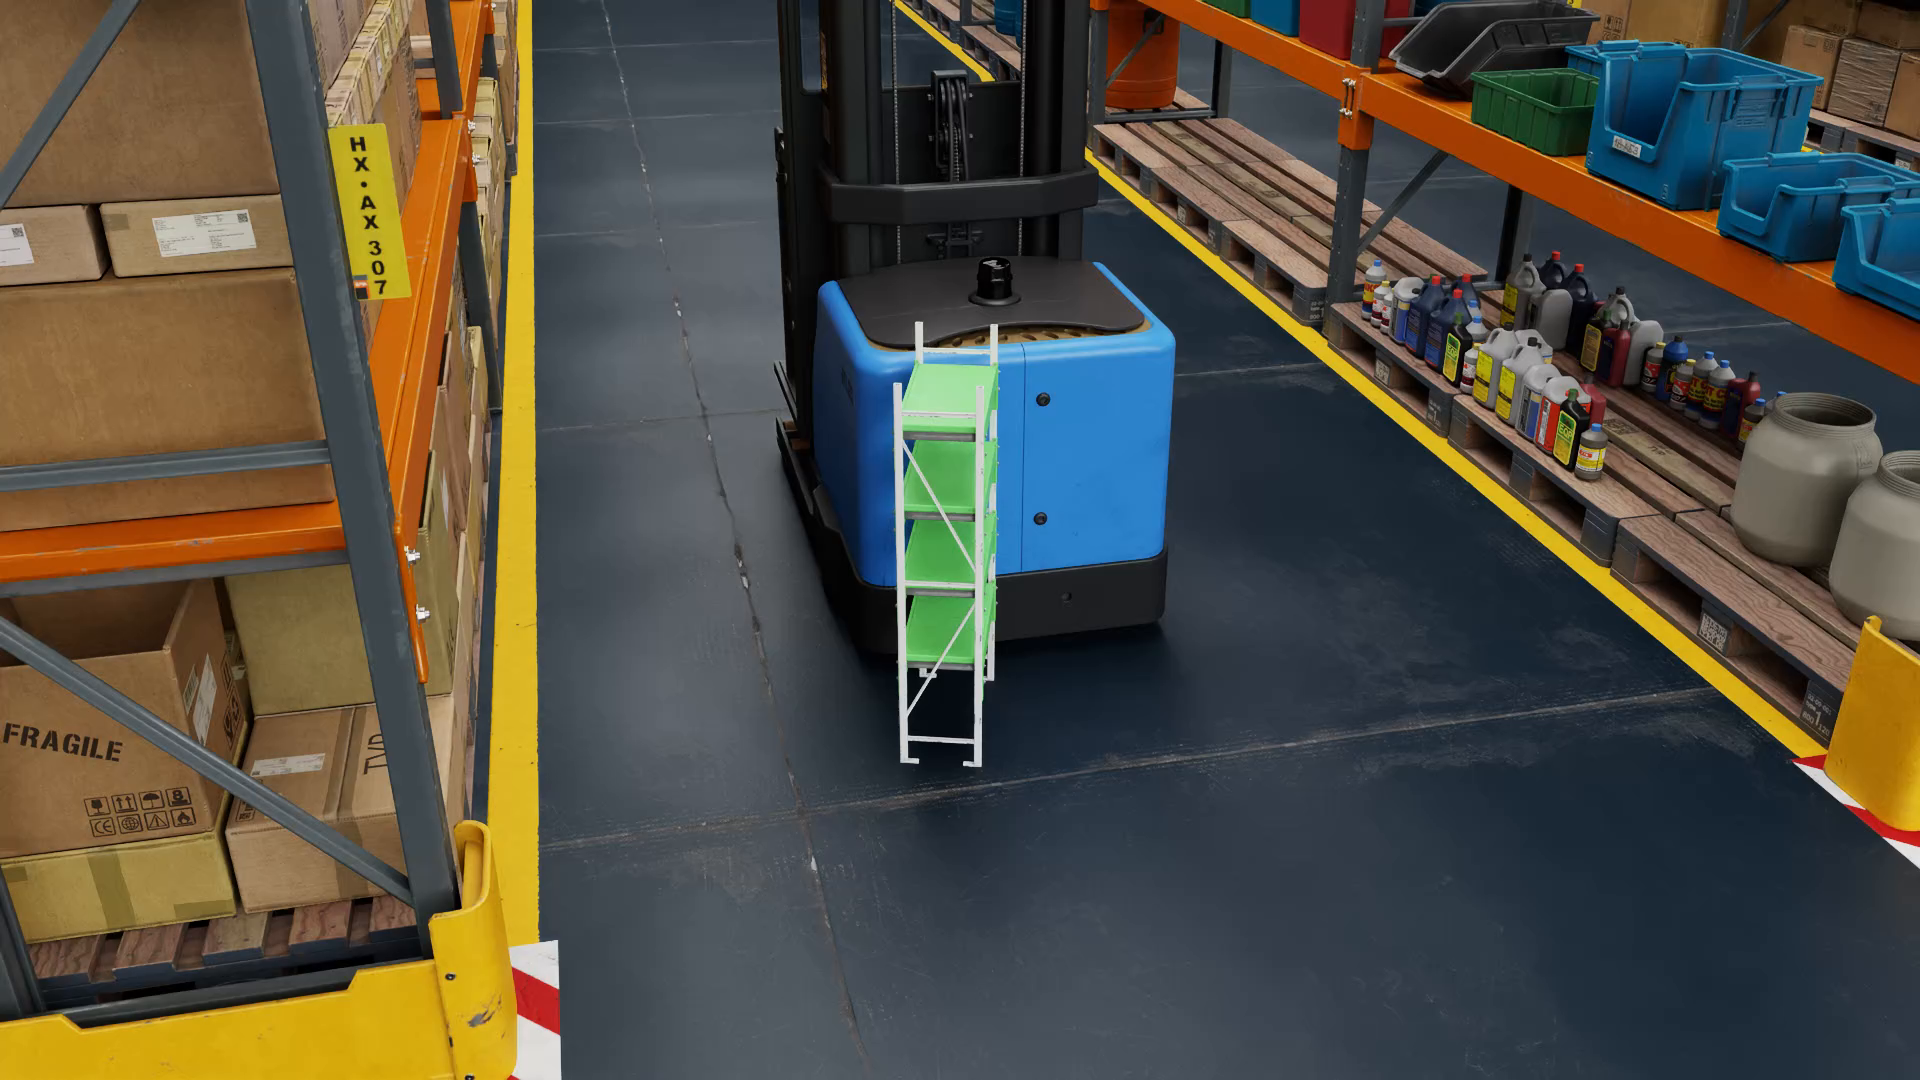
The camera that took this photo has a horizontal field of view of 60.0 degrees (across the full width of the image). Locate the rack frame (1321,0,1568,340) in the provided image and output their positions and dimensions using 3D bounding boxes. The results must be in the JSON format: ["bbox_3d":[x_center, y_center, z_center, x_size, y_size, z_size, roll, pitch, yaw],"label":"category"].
[{"bbox_3d":[2.298,-2.383,7.642,1.000,3.000,0.127,-6,27,-12],"label":"rack frame"}]

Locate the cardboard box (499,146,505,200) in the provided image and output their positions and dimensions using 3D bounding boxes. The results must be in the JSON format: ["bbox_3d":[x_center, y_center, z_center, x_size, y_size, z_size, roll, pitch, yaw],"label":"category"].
[{"bbox_3d":[-2.955,-2.165,9.796,0.500,0.250,0.500,-6,27,-12],"label":"cardboard box"}]

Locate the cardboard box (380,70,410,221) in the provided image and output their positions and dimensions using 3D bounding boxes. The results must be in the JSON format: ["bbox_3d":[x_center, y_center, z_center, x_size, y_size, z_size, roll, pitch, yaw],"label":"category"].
[{"bbox_3d":[-2.188,-1.280,5.346,0.700,0.500,0.500,-6,27,-11],"label":"cardboard box"}]

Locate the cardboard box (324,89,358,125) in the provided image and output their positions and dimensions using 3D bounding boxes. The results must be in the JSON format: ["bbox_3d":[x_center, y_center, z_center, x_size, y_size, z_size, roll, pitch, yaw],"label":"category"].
[{"bbox_3d":[-1.678,-0.990,4.051,0.380,0.149,0.250,-6,27,-12],"label":"cardboard box"}]

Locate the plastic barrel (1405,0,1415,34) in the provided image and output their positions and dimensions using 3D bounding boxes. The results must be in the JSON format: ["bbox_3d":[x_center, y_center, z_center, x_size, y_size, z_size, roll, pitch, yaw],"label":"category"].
[{"bbox_3d":[2.296,-2.886,8.487,0.433,0.535,0.433,0,27,0],"label":"plastic barrel"}]

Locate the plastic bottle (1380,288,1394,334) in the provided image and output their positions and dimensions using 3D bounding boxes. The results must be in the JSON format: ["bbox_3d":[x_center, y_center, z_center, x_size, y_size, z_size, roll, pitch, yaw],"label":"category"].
[{"bbox_3d":[1.988,-1.056,7.631,0.097,0.201,0.097,0,27,0],"label":"plastic bottle"}]

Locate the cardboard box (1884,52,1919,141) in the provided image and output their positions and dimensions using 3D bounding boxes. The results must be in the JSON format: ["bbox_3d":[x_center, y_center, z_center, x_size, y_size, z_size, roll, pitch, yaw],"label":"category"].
[{"bbox_3d":[6.664,-2.940,11.031,0.700,0.500,0.500,-4,27,-7],"label":"cardboard box"}]

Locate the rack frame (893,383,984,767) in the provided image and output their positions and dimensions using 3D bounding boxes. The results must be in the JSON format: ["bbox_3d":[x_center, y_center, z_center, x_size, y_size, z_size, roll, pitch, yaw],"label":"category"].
[{"bbox_3d":[-0.056,0.127,4.666,0.240,1.200,0.015,2,27,5],"label":"rack frame"}]

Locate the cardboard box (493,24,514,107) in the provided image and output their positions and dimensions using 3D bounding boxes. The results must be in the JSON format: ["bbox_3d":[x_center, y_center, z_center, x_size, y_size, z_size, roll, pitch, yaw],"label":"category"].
[{"bbox_3d":[-3.486,-3.397,11.936,0.500,0.500,0.500,-6,27,-12],"label":"cardboard box"}]

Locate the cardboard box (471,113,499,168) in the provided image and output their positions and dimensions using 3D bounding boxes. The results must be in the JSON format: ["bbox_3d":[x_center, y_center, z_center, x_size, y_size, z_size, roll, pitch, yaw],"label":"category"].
[{"bbox_3d":[-2.838,-2.193,9.230,0.500,0.311,0.500,-6,27,-12],"label":"cardboard box"}]

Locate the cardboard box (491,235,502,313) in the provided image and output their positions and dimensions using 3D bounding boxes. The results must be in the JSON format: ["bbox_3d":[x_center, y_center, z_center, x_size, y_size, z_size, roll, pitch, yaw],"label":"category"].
[{"bbox_3d":[-2.492,-1.268,8.019,0.500,0.250,0.500,-5,27,-10],"label":"cardboard box"}]

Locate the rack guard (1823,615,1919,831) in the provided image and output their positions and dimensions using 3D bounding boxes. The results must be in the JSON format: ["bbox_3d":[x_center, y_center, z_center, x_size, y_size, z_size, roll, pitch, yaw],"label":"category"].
[{"bbox_3d":[3.136,0.461,4.782,1.175,0.500,0.348,-6,27,-12],"label":"rack guard"}]

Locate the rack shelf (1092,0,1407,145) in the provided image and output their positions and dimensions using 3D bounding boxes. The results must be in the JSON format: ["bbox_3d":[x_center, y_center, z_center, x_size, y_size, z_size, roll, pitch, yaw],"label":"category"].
[{"bbox_3d":[1.847,-2.939,9.543,1.077,0.370,4.000,-6,27,-12],"label":"rack shelf"}]

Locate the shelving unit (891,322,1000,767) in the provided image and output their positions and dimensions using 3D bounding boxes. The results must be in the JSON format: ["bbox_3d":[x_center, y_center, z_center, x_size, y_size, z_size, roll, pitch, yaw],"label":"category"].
[{"bbox_3d":[-0.033,0.018,4.883,0.258,1.200,0.503,2,27,5],"label":"shelving unit"}]

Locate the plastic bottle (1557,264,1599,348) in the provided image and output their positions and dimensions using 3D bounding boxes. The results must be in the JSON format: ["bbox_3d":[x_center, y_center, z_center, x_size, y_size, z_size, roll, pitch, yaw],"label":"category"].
[{"bbox_3d":[2.767,-1.059,7.470,0.144,0.351,0.185,-7,28,-14],"label":"plastic bottle"}]

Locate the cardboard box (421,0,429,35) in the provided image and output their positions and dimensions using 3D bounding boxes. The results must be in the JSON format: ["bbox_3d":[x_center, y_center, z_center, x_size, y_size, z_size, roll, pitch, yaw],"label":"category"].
[{"bbox_3d":[-2.918,-2.716,8.191,0.500,0.500,0.500,-6,27,-12],"label":"cardboard box"}]

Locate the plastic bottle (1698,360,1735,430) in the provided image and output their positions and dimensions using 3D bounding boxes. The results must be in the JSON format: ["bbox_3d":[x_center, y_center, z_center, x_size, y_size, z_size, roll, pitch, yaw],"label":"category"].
[{"bbox_3d":[3.017,-0.583,6.616,0.097,0.271,0.097,0,27,0],"label":"plastic bottle"}]

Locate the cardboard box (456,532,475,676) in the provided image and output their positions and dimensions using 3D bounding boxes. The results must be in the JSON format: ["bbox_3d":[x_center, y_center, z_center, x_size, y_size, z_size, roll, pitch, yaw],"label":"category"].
[{"bbox_3d":[-1.760,0.218,5.074,0.500,0.250,0.500,-6,27,-12],"label":"cardboard box"}]

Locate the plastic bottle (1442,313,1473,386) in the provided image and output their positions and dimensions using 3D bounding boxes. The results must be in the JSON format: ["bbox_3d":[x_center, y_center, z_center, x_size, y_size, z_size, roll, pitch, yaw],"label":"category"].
[{"bbox_3d":[2.115,-0.810,7.053,0.061,0.283,0.133,-5,27,-9],"label":"plastic bottle"}]

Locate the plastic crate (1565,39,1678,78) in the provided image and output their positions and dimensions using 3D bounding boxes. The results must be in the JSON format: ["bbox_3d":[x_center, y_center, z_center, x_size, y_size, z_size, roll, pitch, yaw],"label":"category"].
[{"bbox_3d":[2.812,-1.858,6.767,0.499,0.251,0.616,-6,27,-12],"label":"plastic crate"}]

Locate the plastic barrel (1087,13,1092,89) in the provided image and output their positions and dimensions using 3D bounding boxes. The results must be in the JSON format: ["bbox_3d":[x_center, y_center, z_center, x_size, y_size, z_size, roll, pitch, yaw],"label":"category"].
[{"bbox_3d":[1.055,-3.667,12.482,0.421,0.512,0.421,0,27,0],"label":"plastic barrel"}]

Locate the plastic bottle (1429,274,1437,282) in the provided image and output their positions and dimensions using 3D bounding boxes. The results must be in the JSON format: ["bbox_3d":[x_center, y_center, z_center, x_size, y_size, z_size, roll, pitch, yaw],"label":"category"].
[{"bbox_3d":[2.146,-1.054,7.535,0.061,0.283,0.133,-6,27,-12],"label":"plastic bottle"}]

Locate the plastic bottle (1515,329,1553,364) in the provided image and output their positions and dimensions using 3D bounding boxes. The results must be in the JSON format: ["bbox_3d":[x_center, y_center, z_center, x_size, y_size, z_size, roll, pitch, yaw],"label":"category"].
[{"bbox_3d":[2.352,-0.723,6.888,0.152,0.276,0.135,-6,27,-12],"label":"plastic bottle"}]

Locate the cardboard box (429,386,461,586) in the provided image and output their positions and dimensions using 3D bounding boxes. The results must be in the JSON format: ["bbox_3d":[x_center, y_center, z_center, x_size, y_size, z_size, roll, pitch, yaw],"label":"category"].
[{"bbox_3d":[-1.771,-0.116,4.903,0.500,0.500,0.500,-6,27,-12],"label":"cardboard box"}]

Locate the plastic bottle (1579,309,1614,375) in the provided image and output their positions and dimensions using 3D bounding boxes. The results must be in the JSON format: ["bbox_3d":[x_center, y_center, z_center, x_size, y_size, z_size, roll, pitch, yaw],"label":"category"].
[{"bbox_3d":[2.746,-0.865,7.162,0.061,0.283,0.133,-6,27,-12],"label":"plastic bottle"}]

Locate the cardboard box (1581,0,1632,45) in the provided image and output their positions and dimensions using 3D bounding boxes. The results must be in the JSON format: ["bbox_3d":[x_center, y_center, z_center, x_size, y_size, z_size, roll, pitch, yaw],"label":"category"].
[{"bbox_3d":[5.893,-4.578,13.882,1.225,0.875,0.875,-6,27,-11],"label":"cardboard box"}]

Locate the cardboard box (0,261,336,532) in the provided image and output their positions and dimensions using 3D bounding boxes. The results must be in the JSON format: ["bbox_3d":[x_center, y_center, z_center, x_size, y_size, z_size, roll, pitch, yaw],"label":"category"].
[{"bbox_3d":[-1.720,-0.376,3.555,0.700,0.500,0.500,-6,27,-12],"label":"cardboard box"}]

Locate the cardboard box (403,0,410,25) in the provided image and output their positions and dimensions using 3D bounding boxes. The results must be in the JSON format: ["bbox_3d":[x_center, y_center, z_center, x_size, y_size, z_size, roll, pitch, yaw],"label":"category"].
[{"bbox_3d":[-2.144,-1.894,5.843,0.380,0.149,0.250,-7,28,-13],"label":"cardboard box"}]

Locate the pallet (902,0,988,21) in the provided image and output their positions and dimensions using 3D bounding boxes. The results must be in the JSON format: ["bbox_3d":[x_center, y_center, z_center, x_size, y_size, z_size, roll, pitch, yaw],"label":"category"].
[{"bbox_3d":[0.013,-5.505,16.923,1.003,0.211,1.213,-6,27,-12],"label":"pallet"}]

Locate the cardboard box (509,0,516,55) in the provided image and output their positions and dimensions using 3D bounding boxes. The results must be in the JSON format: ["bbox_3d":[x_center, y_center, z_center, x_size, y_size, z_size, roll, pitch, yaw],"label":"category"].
[{"bbox_3d":[-3.942,-4.286,13.699,0.500,0.500,0.500,-6,27,-12],"label":"cardboard box"}]

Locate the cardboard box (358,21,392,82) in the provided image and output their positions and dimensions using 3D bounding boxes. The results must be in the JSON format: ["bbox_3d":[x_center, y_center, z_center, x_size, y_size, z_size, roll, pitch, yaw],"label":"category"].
[{"bbox_3d":[-1.912,-1.444,4.951,0.380,0.149,0.250,-5,27,-10],"label":"cardboard box"}]

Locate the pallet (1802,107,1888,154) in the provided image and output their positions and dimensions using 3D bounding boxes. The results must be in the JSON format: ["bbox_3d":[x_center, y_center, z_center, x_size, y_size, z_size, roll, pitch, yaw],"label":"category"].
[{"bbox_3d":[6.397,-3.054,12.065,1.003,0.211,1.213,-6,27,-12],"label":"pallet"}]

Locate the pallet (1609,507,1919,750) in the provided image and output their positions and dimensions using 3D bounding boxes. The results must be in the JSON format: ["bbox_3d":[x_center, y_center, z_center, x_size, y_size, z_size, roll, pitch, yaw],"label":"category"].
[{"bbox_3d":[2.958,0.232,5.555,1.003,0.211,1.213,-6,27,-12],"label":"pallet"}]

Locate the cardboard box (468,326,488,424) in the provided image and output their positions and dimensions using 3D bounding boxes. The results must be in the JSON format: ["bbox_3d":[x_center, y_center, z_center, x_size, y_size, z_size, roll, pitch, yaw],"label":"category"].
[{"bbox_3d":[-2.212,-0.660,6.814,0.500,0.250,0.500,-6,27,-12],"label":"cardboard box"}]

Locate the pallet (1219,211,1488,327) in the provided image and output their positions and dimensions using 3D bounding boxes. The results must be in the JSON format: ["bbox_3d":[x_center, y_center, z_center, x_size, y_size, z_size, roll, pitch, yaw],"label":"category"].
[{"bbox_3d":[2.083,-1.479,8.945,1.003,0.211,1.213,-6,27,-12],"label":"pallet"}]

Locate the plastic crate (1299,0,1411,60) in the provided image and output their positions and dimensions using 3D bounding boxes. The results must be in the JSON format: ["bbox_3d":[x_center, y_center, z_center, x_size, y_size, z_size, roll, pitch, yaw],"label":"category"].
[{"bbox_3d":[1.890,-2.593,7.987,0.402,0.464,0.583,-6,27,-12],"label":"plastic crate"}]

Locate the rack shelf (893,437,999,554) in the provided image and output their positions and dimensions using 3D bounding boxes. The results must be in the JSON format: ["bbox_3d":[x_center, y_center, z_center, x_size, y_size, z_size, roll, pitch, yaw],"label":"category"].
[{"bbox_3d":[-0.033,-0.139,4.804,0.258,0.148,0.480,2,27,5],"label":"rack shelf"}]

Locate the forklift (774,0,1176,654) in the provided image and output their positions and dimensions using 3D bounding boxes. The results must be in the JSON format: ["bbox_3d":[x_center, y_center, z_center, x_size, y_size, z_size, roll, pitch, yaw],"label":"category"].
[{"bbox_3d":[-0.142,-1.585,6.137,1.130,2.935,3.031,-6,27,-12],"label":"forklift"}]

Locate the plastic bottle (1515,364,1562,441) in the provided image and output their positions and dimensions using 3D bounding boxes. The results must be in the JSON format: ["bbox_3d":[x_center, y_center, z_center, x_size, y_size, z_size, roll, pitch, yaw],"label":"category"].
[{"bbox_3d":[2.297,-0.543,6.532,0.152,0.276,0.135,-7,28,-13],"label":"plastic bottle"}]

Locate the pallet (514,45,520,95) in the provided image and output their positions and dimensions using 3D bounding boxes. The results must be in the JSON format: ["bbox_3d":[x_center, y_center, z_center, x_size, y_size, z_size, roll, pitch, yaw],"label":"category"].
[{"bbox_3d":[-4.112,-3.795,13.535,1.003,0.211,1.213,-6,27,-12],"label":"pallet"}]

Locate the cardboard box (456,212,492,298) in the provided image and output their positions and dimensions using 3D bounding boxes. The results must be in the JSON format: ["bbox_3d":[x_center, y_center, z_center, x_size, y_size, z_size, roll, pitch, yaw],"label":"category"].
[{"bbox_3d":[-2.379,-1.298,7.456,0.500,0.311,0.500,-6,27,-11],"label":"cardboard box"}]

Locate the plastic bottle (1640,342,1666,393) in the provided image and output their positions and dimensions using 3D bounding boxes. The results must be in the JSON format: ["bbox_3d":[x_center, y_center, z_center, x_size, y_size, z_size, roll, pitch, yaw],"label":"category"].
[{"bbox_3d":[2.926,-0.729,6.984,0.097,0.201,0.097,0,27,0],"label":"plastic bottle"}]

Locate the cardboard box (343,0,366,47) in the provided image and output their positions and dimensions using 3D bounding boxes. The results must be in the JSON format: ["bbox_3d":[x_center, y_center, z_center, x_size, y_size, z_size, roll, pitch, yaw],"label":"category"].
[{"bbox_3d":[-2.084,-1.650,4.639,0.700,0.500,0.500,-6,27,-12],"label":"cardboard box"}]

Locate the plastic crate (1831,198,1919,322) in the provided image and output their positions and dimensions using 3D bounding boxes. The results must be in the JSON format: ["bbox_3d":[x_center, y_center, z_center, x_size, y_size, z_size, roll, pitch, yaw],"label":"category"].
[{"bbox_3d":[2.795,-0.750,4.571,0.499,0.251,0.616,-6,27,-12],"label":"plastic crate"}]

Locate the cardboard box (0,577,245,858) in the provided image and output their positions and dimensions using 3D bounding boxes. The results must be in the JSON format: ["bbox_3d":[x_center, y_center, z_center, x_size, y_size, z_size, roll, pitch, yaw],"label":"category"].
[{"bbox_3d":[-2.038,0.375,3.932,0.500,0.500,0.500,-6,27,-12],"label":"cardboard box"}]

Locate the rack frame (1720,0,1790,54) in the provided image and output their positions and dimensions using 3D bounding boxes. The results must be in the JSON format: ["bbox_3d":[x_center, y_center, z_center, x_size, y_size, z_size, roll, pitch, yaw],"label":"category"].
[{"bbox_3d":[6.222,-4.642,12.117,1.000,3.000,0.127,-6,27,-12],"label":"rack frame"}]
